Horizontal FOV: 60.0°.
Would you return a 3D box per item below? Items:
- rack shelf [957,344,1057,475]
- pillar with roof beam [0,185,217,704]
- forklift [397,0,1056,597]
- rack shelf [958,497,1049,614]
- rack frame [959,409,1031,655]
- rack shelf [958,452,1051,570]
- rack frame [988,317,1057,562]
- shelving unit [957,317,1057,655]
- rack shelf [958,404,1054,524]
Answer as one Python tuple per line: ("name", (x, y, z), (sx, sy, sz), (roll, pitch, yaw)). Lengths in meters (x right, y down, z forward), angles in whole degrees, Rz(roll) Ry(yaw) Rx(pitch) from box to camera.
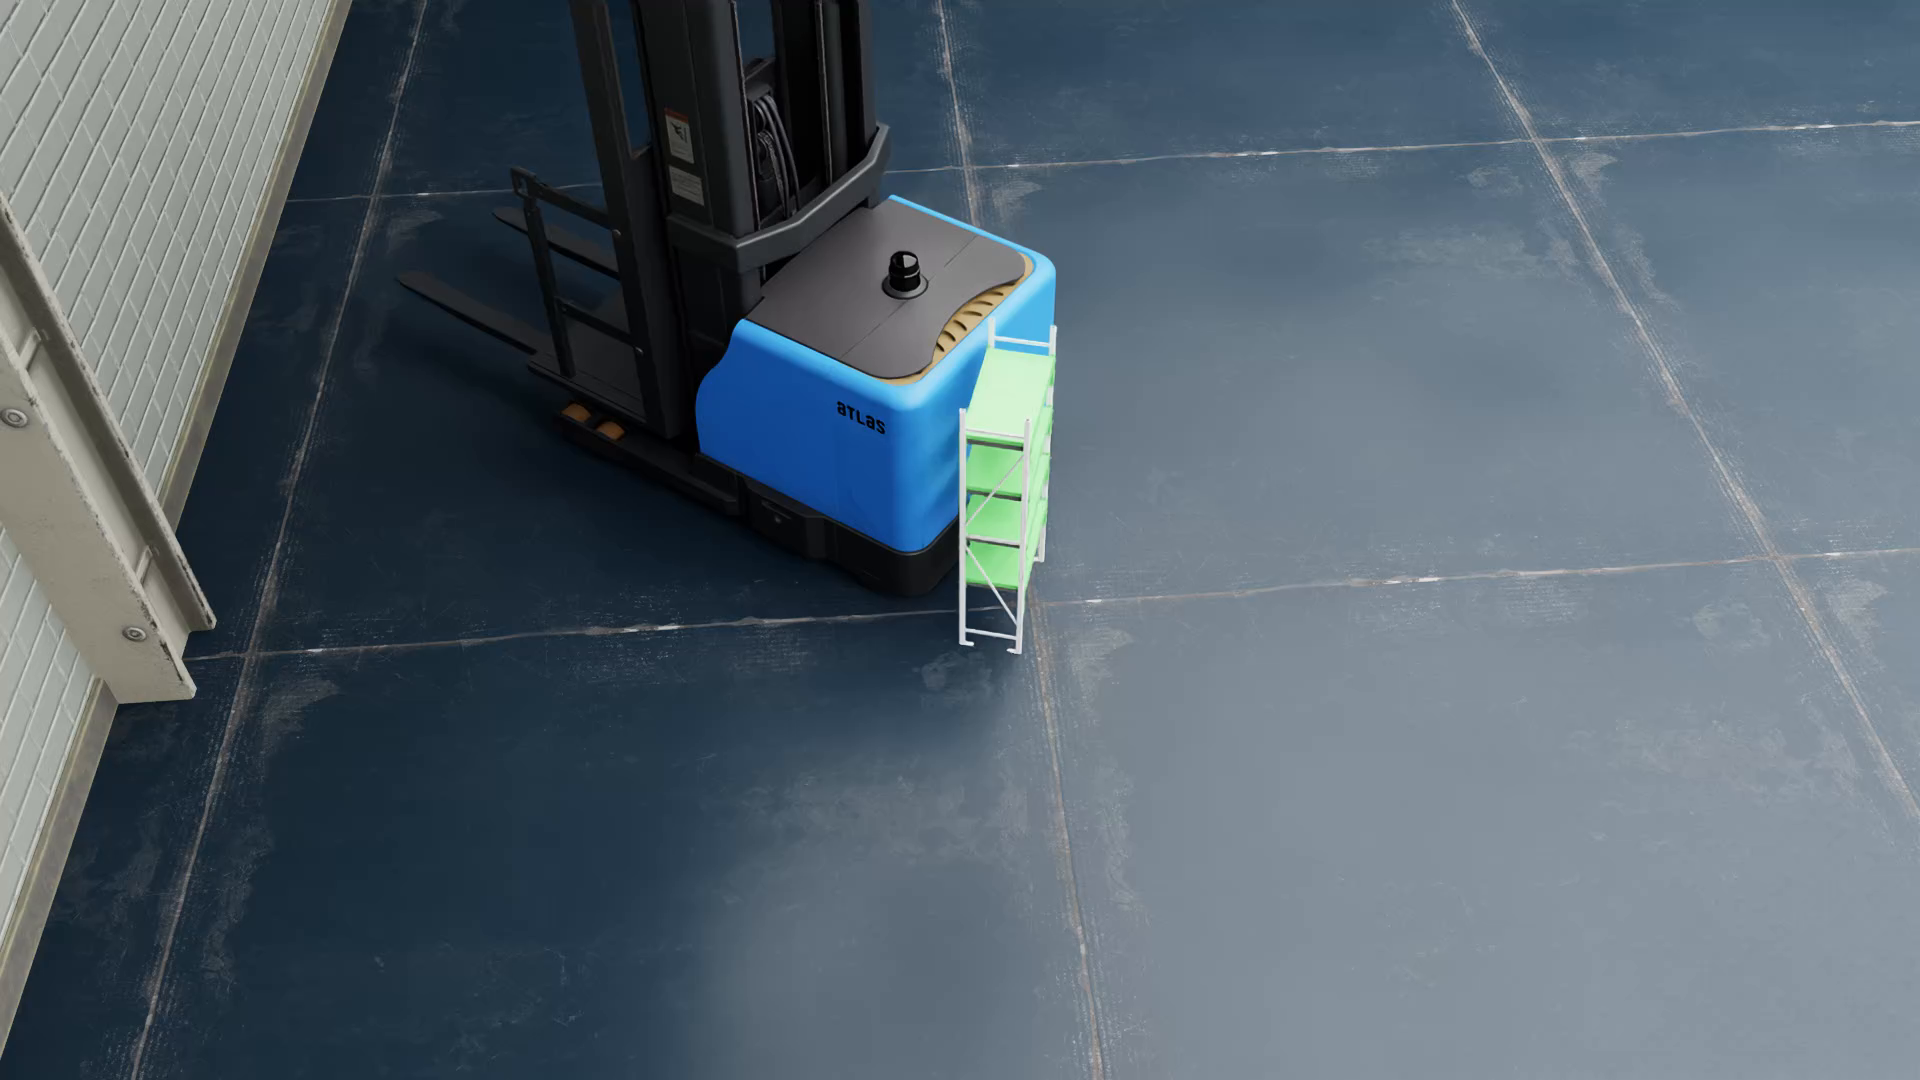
("rack shelf", (0.167, -0.459, 5.785), (0.258, 0.148, 0.480), (9, 47, 8))
("pillar with roof beam", (1.265, -2.900, 3.298), (9.100, 9.000, 0.400), (-3, 47, -3))
("forklift", (-1.129, -1.638, 6.282), (3.031, 2.935, 1.130), (26, 52, 23))
("rack shelf", (0.167, 0.036, 6.308), (0.258, 0.148, 0.480), (9, 47, 8))
("rack frame", (0.116, 0.000, 5.923), (0.240, 1.200, 0.015), (9, 47, 8))
("rack shelf", (0.167, -0.129, 6.134), (0.258, 0.148, 0.480), (9, 47, 8))
("rack frame", (0.219, -0.346, 6.251), (0.240, 1.200, 0.015), (9, 47, 8))
("shelving unit", (0.167, -0.173, 6.087), (0.258, 1.200, 0.503), (9, 47, 8))
("rack shelf", (0.167, -0.294, 5.959), (0.258, 0.148, 0.480), (9, 47, 8))
